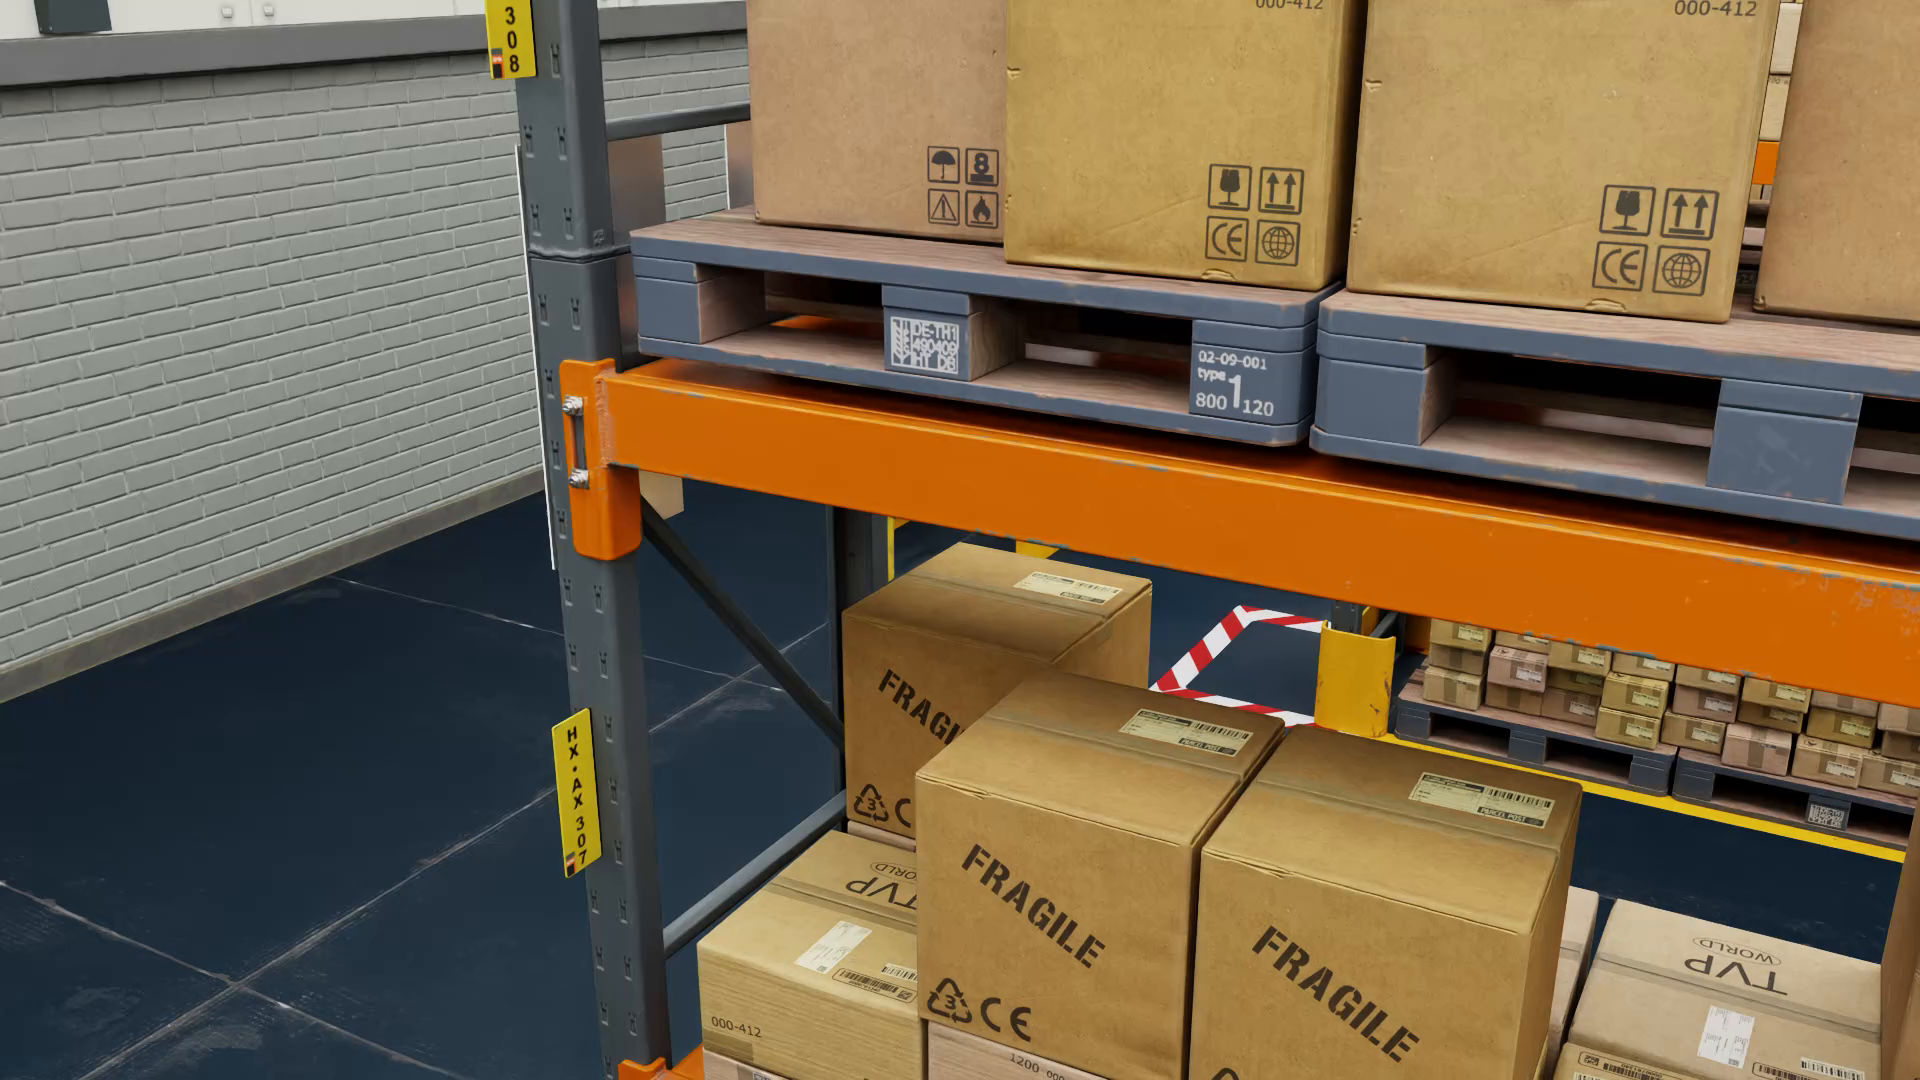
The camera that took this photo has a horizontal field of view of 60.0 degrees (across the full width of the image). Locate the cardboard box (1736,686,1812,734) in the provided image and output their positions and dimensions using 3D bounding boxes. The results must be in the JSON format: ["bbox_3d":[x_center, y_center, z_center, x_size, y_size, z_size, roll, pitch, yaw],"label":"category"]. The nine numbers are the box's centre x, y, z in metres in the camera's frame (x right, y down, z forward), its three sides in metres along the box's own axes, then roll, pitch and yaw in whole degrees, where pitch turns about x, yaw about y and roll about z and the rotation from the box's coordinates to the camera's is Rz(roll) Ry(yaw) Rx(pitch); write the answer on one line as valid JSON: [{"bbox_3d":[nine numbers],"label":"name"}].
[{"bbox_3d":[3.547,0.679,7.224,0.250,0.149,0.380,12,23,30],"label":"cardboard box"}]

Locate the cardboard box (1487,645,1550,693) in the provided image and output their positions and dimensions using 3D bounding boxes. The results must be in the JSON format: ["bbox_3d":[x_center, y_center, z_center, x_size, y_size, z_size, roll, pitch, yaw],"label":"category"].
[{"bbox_3d":[2.585,0.541,7.604,0.250,0.149,0.380,11,23,27],"label":"cardboard box"}]

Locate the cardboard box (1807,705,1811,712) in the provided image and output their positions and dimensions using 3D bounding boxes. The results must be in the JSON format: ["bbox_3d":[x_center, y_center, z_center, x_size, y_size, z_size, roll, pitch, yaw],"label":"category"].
[{"bbox_3d":[3.953,0.739,7.493,0.250,0.149,0.380,12,23,29],"label":"cardboard box"}]

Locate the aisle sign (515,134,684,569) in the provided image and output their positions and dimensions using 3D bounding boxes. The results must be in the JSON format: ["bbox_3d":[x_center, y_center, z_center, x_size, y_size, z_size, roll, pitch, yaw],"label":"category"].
[{"bbox_3d":[-0.675,-0.373,3.182,0.004,0.787,0.394,11,23,27],"label":"aisle sign"}]

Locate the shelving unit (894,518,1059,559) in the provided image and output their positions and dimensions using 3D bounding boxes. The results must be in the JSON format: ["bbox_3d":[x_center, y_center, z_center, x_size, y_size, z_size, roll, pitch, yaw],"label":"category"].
[{"bbox_3d":[0.067,-0.692,10.074,1.083,1.500,0.587,11,23,27],"label":"shelving unit"}]

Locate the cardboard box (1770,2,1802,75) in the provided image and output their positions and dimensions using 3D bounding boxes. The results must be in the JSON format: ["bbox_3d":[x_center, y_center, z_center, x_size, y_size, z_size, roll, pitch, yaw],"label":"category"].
[{"bbox_3d":[3.189,-1.938,6.397,0.500,0.250,0.500,11,23,28],"label":"cardboard box"}]

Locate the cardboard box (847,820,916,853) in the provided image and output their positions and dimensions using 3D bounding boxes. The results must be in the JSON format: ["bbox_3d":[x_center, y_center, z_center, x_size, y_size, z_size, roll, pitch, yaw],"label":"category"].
[{"bbox_3d":[0.086,0.704,3.809,0.500,0.250,0.500,10,22,26],"label":"cardboard box"}]

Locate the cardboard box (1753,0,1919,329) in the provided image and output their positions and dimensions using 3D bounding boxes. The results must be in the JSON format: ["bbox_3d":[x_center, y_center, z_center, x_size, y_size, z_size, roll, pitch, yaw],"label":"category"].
[{"bbox_3d":[1.459,-0.597,2.304,0.500,0.500,0.700,12,23,30],"label":"cardboard box"}]

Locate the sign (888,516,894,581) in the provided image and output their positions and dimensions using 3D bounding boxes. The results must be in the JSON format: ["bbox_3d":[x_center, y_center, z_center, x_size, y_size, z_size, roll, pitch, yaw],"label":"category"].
[{"bbox_3d":[-0.190,-0.043,4.040,0.005,0.325,0.100,11,23,27],"label":"sign"}]

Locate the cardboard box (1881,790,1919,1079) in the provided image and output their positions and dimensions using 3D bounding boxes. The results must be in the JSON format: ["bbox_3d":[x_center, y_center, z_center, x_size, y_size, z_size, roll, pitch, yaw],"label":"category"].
[{"bbox_3d":[1.850,0.690,2.748,0.500,0.500,0.500,10,22,26],"label":"cardboard box"}]

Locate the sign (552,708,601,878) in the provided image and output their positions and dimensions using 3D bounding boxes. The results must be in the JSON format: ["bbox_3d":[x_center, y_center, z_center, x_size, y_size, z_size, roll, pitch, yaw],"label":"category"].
[{"bbox_3d":[-0.742,0.492,3.225,0.005,0.325,0.100,11,23,27],"label":"sign"}]

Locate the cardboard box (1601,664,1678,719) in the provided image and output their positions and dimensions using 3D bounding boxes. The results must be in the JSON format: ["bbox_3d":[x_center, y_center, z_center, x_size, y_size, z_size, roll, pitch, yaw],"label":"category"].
[{"bbox_3d":[3.012,0.630,7.358,0.250,0.149,0.380,12,23,29],"label":"cardboard box"}]

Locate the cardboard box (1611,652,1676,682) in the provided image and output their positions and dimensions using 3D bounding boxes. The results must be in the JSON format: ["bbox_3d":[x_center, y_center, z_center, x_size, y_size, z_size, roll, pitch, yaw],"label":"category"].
[{"bbox_3d":[3.046,0.470,7.363,0.250,0.149,0.380,10,22,25],"label":"cardboard box"}]

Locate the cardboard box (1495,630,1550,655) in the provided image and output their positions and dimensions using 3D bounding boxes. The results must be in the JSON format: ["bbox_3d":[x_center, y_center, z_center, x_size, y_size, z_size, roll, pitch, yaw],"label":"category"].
[{"bbox_3d":[2.632,0.373,7.629,0.250,0.149,0.380,11,23,28],"label":"cardboard box"}]

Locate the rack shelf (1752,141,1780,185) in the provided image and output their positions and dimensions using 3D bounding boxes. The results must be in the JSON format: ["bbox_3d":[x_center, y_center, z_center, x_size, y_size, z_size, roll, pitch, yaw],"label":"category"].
[{"bbox_3d":[3.787,-1.427,6.557,4.000,0.370,1.077,11,23,27],"label":"rack shelf"}]

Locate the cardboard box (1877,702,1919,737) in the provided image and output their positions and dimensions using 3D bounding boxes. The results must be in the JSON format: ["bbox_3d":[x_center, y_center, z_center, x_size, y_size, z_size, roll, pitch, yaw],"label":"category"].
[{"bbox_3d":[3.921,0.664,6.829,0.250,0.149,0.380,10,22,25],"label":"cardboard box"}]

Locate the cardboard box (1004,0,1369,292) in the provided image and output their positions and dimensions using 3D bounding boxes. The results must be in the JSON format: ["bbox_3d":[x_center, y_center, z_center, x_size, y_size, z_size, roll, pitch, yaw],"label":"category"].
[{"bbox_3d":[0.446,-0.730,2.670,0.500,0.500,0.700,10,22,25],"label":"cardboard box"}]

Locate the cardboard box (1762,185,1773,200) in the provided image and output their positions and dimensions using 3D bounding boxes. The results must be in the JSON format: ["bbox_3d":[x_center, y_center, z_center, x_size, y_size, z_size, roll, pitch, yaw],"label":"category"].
[{"bbox_3d":[5.555,-2.364,10.870,0.500,0.500,0.500,11,22,27],"label":"cardboard box"}]

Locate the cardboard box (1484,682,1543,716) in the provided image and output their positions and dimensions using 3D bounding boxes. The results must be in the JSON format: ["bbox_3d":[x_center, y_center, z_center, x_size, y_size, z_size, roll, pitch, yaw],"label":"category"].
[{"bbox_3d":[2.611,0.656,7.722,0.250,0.149,0.380,11,23,27],"label":"cardboard box"}]

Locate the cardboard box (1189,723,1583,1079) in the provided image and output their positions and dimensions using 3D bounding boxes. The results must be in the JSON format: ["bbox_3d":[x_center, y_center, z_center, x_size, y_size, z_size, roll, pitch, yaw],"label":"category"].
[{"bbox_3d":[0.713,0.678,2.782,0.500,0.500,0.500,10,22,26],"label":"cardboard box"}]

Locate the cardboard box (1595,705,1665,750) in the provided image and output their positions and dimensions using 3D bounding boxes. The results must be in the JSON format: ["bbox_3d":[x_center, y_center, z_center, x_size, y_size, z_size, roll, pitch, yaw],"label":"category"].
[{"bbox_3d":[3.000,0.771,7.406,0.250,0.149,0.380,11,23,28],"label":"cardboard box"}]

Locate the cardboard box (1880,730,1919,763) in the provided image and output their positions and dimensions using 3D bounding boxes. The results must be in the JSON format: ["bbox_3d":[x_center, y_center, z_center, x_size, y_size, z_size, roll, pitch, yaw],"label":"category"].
[{"bbox_3d":[3.991,0.784,6.934,0.250,0.149,0.380,10,22,25],"label":"cardboard box"}]

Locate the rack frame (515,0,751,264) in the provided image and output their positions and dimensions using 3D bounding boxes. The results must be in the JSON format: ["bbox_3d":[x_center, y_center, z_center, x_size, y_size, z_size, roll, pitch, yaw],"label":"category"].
[{"bbox_3d":[-0.466,-2.048,2.816,0.127,3.000,1.000,11,23,27],"label":"rack frame"}]

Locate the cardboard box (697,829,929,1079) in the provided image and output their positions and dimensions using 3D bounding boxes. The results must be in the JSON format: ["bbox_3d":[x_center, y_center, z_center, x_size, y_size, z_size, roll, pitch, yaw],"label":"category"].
[{"bbox_3d":[-0.179,0.863,3.372,0.500,0.250,0.500,10,22,26],"label":"cardboard box"}]

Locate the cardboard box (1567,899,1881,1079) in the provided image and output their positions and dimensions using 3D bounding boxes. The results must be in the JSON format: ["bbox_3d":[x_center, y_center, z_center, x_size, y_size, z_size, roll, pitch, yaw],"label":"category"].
[{"bbox_3d":[1.430,0.959,3.108,0.500,0.250,0.500,11,23,27],"label":"cardboard box"}]

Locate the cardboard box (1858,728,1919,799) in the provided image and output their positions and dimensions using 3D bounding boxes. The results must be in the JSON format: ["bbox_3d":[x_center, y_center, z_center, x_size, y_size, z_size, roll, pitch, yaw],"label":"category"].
[{"bbox_3d":[3.926,0.921,6.993,0.250,0.149,0.380,11,23,28],"label":"cardboard box"}]

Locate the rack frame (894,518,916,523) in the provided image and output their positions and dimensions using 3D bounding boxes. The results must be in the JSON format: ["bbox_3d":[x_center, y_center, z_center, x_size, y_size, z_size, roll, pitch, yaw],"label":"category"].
[{"bbox_3d":[-0.369,-0.775,10.303,0.032,1.500,0.500,11,23,27],"label":"rack frame"}]

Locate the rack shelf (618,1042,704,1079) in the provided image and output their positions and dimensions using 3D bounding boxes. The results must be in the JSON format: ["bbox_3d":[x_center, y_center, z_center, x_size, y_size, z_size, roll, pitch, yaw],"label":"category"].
[{"bbox_3d":[1.280,1.443,3.044,4.000,0.370,1.077,11,23,27],"label":"rack shelf"}]

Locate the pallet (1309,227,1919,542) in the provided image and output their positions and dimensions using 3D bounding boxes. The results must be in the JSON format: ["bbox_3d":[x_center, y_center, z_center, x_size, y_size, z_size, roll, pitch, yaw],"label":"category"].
[{"bbox_3d":[1.256,-0.274,2.452,1.213,0.211,1.003,11,23,27],"label":"pallet"}]

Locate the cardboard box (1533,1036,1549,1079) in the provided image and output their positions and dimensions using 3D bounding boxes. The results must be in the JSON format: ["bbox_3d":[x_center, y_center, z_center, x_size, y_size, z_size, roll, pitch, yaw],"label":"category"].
[{"bbox_3d":[0.715,1.032,2.906,0.500,0.250,0.500,10,22,26],"label":"cardboard box"}]

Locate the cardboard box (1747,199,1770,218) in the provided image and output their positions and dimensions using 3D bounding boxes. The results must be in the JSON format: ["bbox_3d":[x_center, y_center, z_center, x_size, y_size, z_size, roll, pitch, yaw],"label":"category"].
[{"bbox_3d":[3.462,-1.175,7.156,0.500,0.500,0.500,12,23,30],"label":"cardboard box"}]

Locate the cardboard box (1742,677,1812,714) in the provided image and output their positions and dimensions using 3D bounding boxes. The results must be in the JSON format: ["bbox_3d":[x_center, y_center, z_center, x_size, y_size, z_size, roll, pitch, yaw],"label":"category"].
[{"bbox_3d":[3.491,0.576,7.070,0.250,0.149,0.380,11,23,28],"label":"cardboard box"}]

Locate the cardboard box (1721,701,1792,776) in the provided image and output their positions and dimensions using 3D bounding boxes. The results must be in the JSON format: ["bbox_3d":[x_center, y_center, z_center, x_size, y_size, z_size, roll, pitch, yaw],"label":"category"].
[{"bbox_3d":[3.445,0.852,7.182,0.250,0.149,0.380,10,22,25],"label":"cardboard box"}]

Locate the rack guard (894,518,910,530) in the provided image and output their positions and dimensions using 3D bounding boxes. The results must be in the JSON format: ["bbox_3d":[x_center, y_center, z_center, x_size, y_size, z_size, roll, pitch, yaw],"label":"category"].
[{"bbox_3d":[-0.368,-0.188,10.516,0.087,0.250,0.587,11,23,27],"label":"rack guard"}]

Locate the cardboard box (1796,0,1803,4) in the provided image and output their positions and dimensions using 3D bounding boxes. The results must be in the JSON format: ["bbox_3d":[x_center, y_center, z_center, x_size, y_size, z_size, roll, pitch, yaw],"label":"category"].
[{"bbox_3d":[3.300,-2.090,6.230,0.250,0.149,0.380,12,23,29],"label":"cardboard box"}]

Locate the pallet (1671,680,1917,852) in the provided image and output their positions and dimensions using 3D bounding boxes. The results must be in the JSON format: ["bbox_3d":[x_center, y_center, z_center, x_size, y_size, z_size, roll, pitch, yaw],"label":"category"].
[{"bbox_3d":[3.860,0.984,7.342,1.213,0.211,1.003,11,23,27],"label":"pallet"}]
